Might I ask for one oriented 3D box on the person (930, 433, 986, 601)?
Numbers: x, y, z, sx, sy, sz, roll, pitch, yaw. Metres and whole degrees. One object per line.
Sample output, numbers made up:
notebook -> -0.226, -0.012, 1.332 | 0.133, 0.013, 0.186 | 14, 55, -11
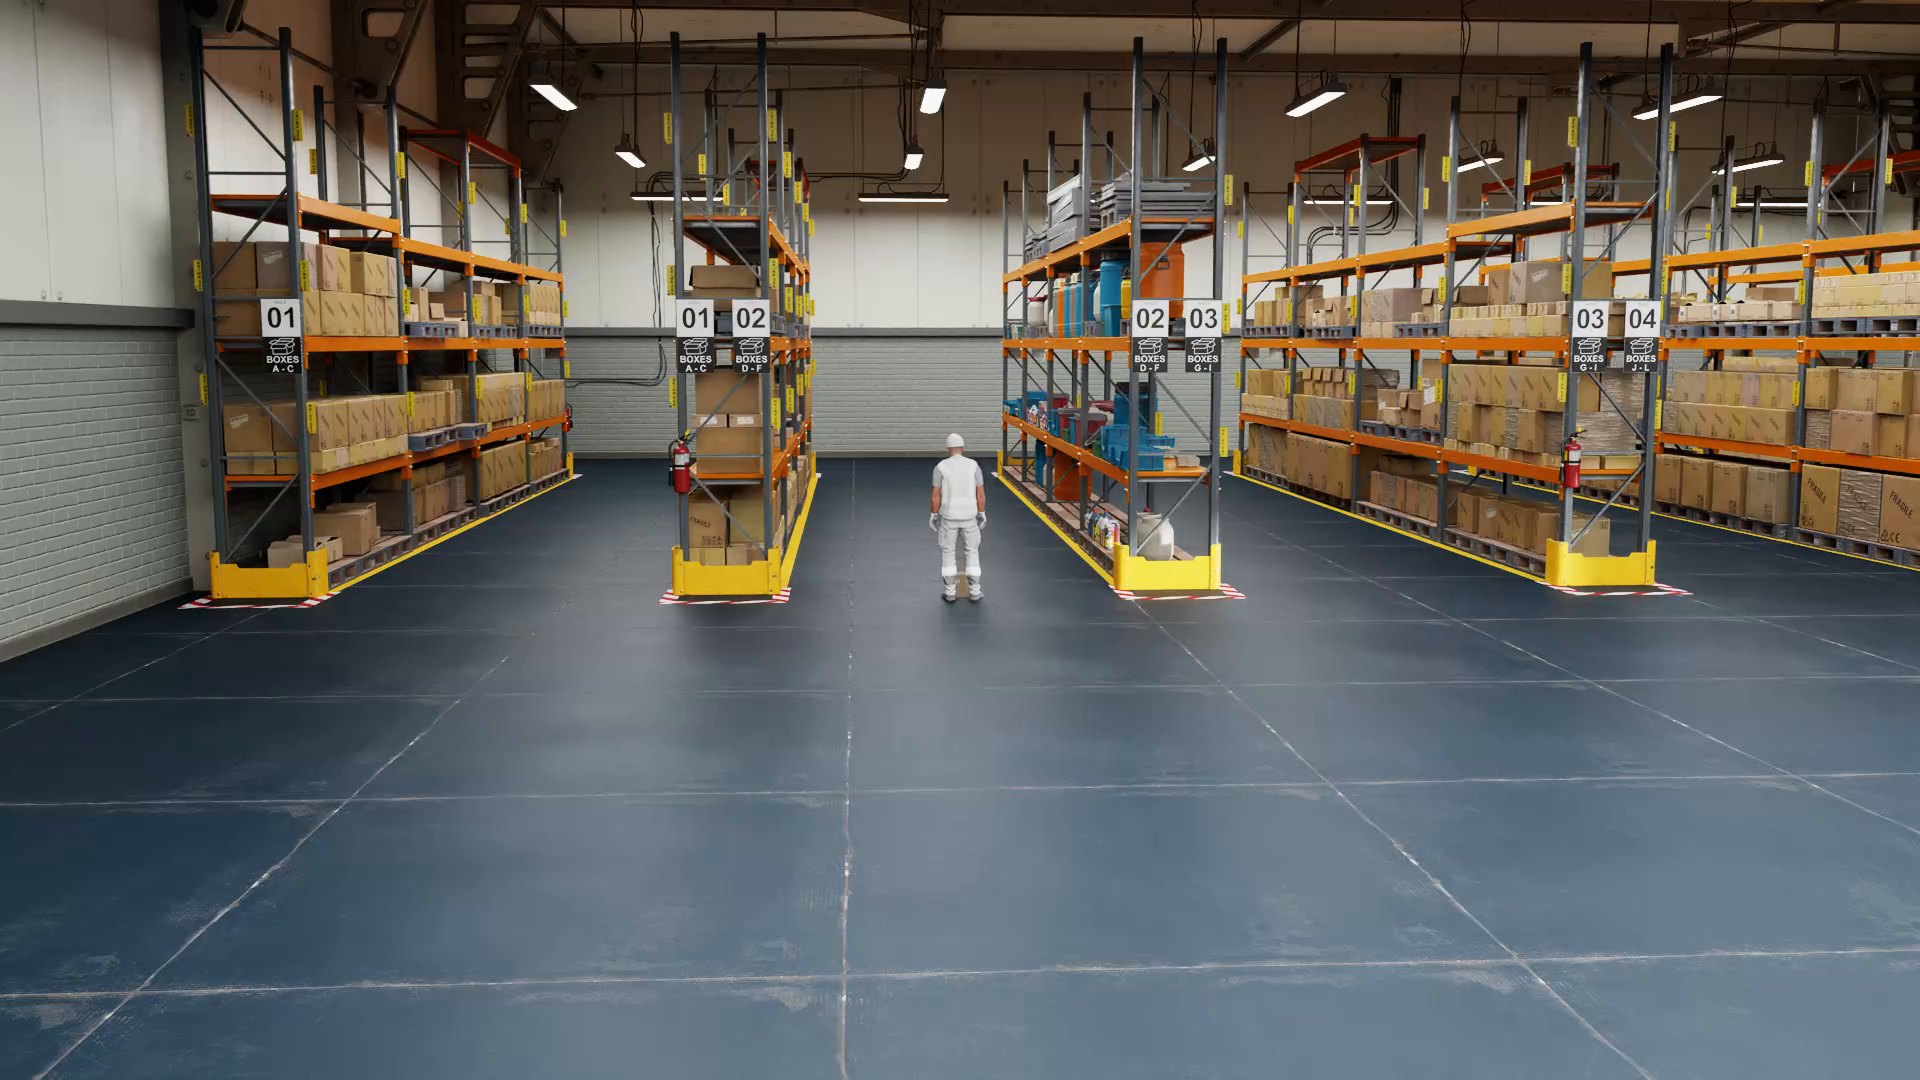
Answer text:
person -> -0.023, -0.247, 17.762 | 0.613, 1.778, 0.452 | -1, 7, -7
